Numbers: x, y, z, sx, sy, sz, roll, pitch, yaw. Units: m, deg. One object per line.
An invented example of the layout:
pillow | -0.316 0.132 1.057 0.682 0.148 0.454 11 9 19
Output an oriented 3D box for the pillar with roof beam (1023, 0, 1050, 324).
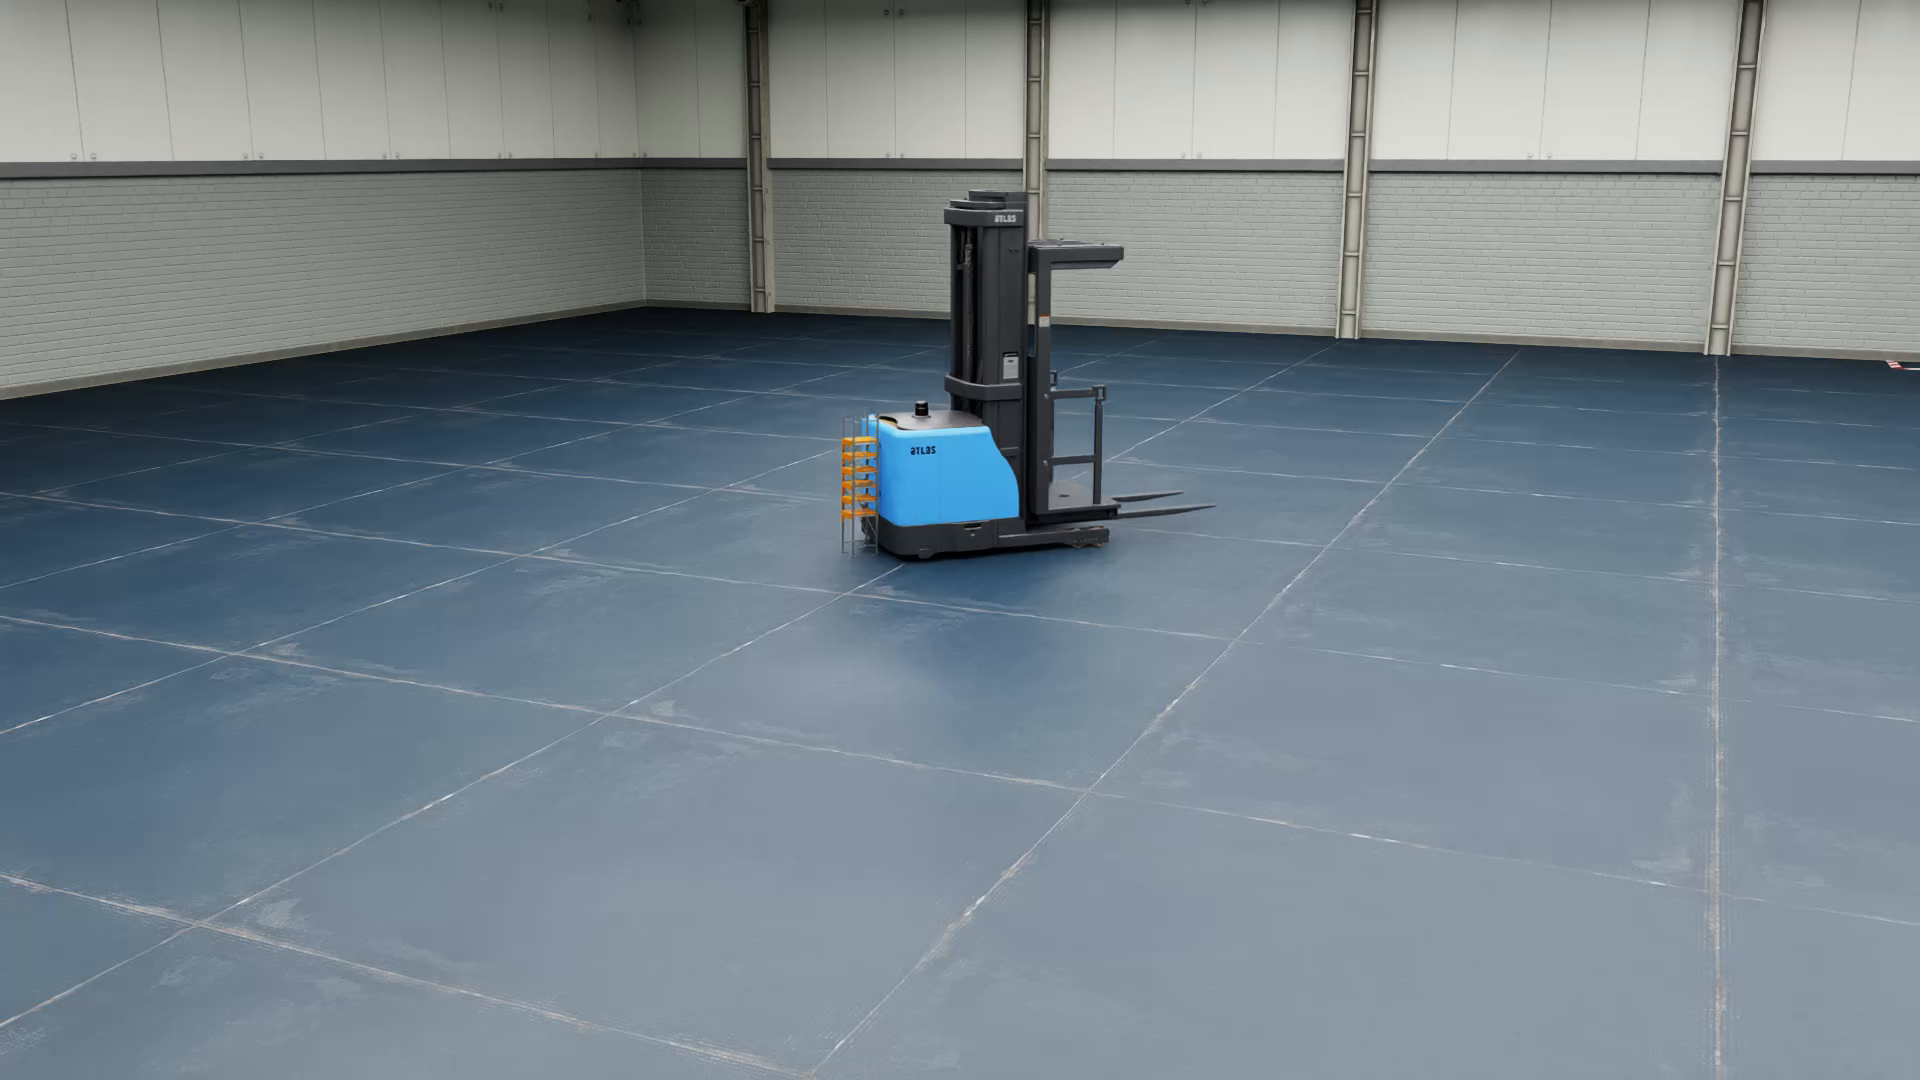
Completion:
pillar with roof beam | -0.321 -7.637 27.102 0.400 9.000 9.100 6 14 23

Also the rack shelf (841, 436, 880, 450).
rack shelf | -0.811 -0.780 13.559 0.258 0.103 0.180 -6 14 -30

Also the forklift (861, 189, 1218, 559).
forklift | 0.727 -1.462 14.068 3.031 2.935 1.130 -5 14 -20

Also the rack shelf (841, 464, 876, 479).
rack shelf | -0.816 -0.546 13.611 0.258 0.103 0.180 -6 14 -30

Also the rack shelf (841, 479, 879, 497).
rack shelf | -0.819 -0.429 13.637 0.258 0.103 0.180 -6 14 -30

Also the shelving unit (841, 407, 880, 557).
shelving unit | -0.818 -0.472 13.627 0.258 1.200 0.189 -6 14 -30

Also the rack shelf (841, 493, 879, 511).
rack shelf | -0.821 -0.312 13.663 0.258 0.103 0.180 -6 14 -30

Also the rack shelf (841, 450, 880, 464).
rack shelf | -0.814 -0.663 13.585 0.258 0.103 0.180 -6 14 -30

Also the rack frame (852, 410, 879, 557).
rack frame | -0.771 -0.454 13.550 0.240 1.200 0.006 -6 14 -30

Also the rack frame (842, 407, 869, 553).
rack frame | -0.864 -0.490 13.704 0.240 1.200 0.006 -6 14 -30

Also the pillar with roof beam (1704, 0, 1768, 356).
pillar with roof beam | 10.651 -6.526 22.370 0.400 9.000 9.100 6 14 23

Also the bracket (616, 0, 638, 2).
bracket | -6.753 -11.027 33.671 0.430 0.232 0.235 6 14 23

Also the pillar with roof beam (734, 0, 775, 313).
pillar with roof beam | -5.806 -8.192 29.468 0.548 9.000 9.100 6 14 23

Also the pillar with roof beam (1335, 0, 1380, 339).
pillar with roof beam | 5.165 -7.082 24.736 0.400 9.000 9.100 6 14 23

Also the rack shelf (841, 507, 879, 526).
rack shelf | -0.824 -0.195 13.689 0.258 0.103 0.180 -6 14 -30
